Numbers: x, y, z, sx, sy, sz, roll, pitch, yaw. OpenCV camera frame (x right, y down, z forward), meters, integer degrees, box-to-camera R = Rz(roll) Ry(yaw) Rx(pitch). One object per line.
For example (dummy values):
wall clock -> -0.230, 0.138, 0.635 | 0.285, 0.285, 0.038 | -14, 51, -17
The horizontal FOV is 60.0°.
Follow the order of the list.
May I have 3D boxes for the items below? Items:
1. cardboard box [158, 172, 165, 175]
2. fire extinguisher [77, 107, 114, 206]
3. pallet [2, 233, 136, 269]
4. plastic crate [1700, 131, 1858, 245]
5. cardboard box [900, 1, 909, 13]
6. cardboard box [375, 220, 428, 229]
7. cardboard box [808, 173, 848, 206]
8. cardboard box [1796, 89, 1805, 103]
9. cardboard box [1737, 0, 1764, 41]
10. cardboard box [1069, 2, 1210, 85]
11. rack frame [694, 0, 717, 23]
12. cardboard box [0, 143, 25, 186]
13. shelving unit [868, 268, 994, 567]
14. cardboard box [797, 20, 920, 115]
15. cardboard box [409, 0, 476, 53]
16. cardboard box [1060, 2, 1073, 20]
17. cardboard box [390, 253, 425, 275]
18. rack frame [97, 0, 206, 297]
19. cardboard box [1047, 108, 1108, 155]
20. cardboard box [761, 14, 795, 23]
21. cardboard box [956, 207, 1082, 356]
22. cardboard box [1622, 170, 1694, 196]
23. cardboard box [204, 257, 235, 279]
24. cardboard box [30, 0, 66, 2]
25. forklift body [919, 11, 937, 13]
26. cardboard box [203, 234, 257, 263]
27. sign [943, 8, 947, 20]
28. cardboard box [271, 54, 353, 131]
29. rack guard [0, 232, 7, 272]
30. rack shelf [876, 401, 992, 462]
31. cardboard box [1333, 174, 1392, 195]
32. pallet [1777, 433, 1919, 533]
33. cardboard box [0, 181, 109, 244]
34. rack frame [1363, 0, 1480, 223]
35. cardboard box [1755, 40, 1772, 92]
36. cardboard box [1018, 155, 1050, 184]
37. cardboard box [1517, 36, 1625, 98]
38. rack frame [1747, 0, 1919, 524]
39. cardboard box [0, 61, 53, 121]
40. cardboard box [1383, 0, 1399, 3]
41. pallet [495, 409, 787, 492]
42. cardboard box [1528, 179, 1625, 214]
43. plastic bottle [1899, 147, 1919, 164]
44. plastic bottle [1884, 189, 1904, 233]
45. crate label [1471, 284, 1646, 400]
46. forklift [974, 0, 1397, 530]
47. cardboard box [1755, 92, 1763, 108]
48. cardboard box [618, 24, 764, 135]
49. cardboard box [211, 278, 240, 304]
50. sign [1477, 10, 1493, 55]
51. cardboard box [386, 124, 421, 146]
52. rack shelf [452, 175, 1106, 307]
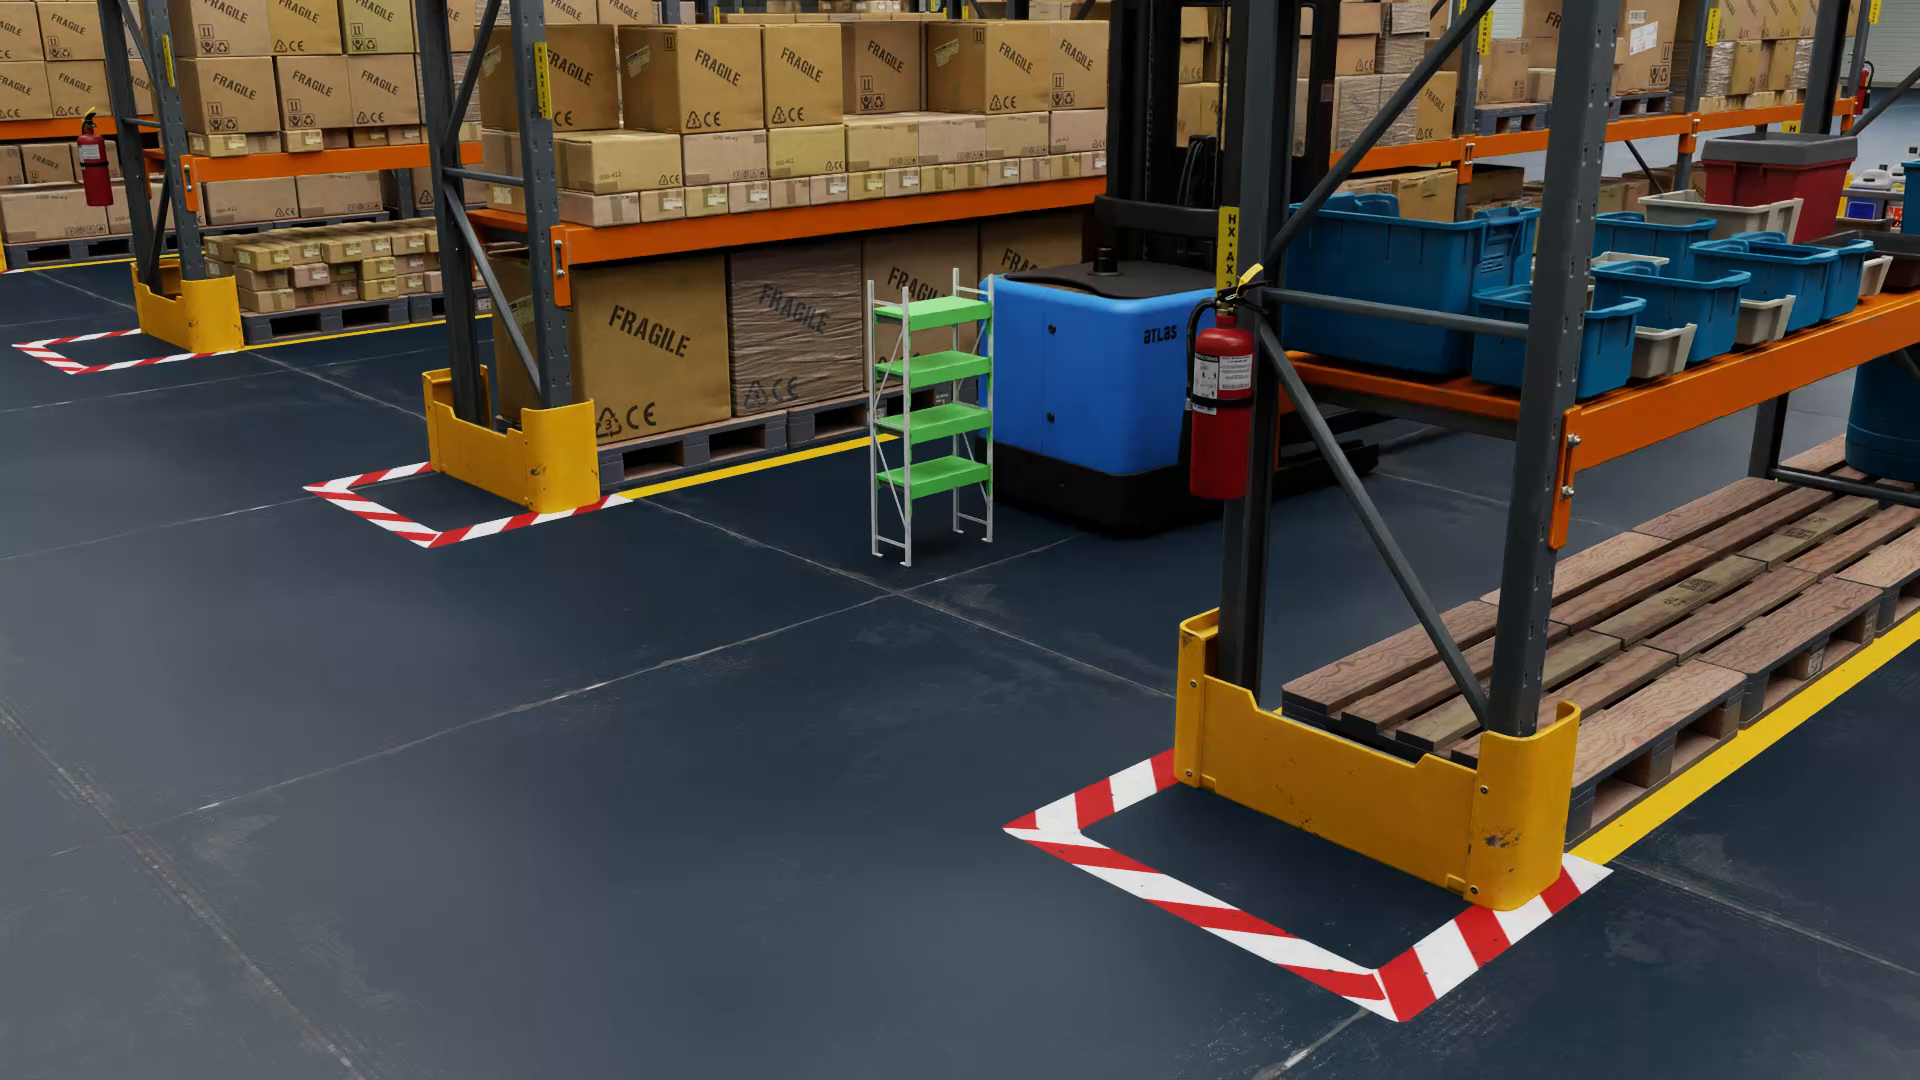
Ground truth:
cardboard box -> -9.744, -4.553, 20.606 | 0.380, 0.149, 0.250 | 17, 25, 42
fire extinguisher -> -6.061, -2.682, 11.624 | 0.183, 0.674, 0.296 | -16, 24, -41
pallet -> -8.508, -2.795, 15.763 | 1.213, 0.211, 1.003 | -16, 24, -41
plastic crate -> 3.262, -1.377, 6.668 | 0.583, 0.464, 0.402 | -16, 24, -41
cardboard box -> -0.900, -7.154, 22.309 | 0.250, 0.149, 0.380 | -16, 24, -41
cardboard box -> -4.371, -2.407, 13.021 | 0.380, 0.149, 0.250 | 17, 25, 42
cardboard box -> -0.809, -1.868, 8.791 | 0.250, 0.149, 0.380 | -17, 24, -41
cardboard box -> 8.604, -4.667, 17.423 | 0.250, 0.149, 0.380 | -16, 24, -41
cardboard box -> 7.357, -5.066, 15.979 | 0.500, 0.500, 0.500 | -16, 24, -41
cardboard box -> 1.139, -3.223, 10.773 | 0.637, 0.503, 0.797 | -17, 25, -42
rack frame -> -3.222, -5.630, 19.984 | 0.127, 3.000, 1.000 | -16, 24, -41
cardboard box -> -11.290, -4.337, 19.371 | 0.500, 0.500, 0.700 | -15, 23, -39
shelving unit -> -0.120, -0.536, 7.191 | 0.503, 1.200, 0.258 | -16, 24, -41
cardboard box -> -0.581, -2.730, 9.586 | 0.500, 0.500, 0.500 | 17, 25, 42
cardboard box -> -3.929, -3.869, 12.289 | 0.500, 0.500, 0.500 | 17, 25, 42
cardboard box -> 0.952, -5.265, 17.077 | 0.500, 0.500, 0.700 | -17, 24, -42
cardboard box -> -4.260, -2.110, 12.587 | 0.380, 0.149, 0.250 | 16, 24, 41
rack frame -> -5.560, -2.846, 11.400 | 0.127, 3.000, 1.000 | -16, 24, -41
cardboard box -> 0.540, -2.479, 10.028 | 0.500, 0.250, 0.500 | -17, 24, -42
cardboard box -> -2.362, -6.174, 20.338 | 0.500, 0.500, 0.500 | -15, 23, -38
cardboard box -> 0.146, -1.628, 10.407 | 0.875, 0.875, 0.875 | -16, 24, -41
cardboard box -> 6.811, -3.343, 16.303 | 0.500, 0.500, 0.500 | 17, 25, 42
cardboard box -> -5.373, -2.007, 12.272 | 0.250, 0.149, 0.380 | -17, 25, -42
cardboard box -> -8.177, -4.880, 14.838 | 0.250, 0.149, 0.380 | -15, 23, -39
forklift body -> -0.946, -7.222, 26.272 | 1.214, 2.155, 2.313 | -16, 24, -41
cardboard box -> -5.350, -2.142, 12.205 | 0.250, 0.149, 0.380 | -16, 24, -40
sign -> -0.131, -5.216, 16.832 | 0.005, 0.325, 0.100 | -16, 24, -41
cardboard box -> -4.673, -3.188, 11.809 | 0.500, 0.500, 0.500 | -16, 24, -41
rack guard -> -9.052, -2.740, 15.126 | 0.348, 0.500, 1.175 | -16, 24, -41
rack shelf -> -0.120, -0.475, 7.211 | 0.480, 0.148, 0.258 | -16, 24, -41
cardboard box -> 2.418, -2.269, 12.384 | 0.875, 0.875, 1.225 | -16, 24, -41
pallet -> 4.672, -0.279, 8.002 | 1.213, 0.211, 1.003 | -16, 24, -41
cardboard box -> -8.624, -3.078, 15.587 | 0.875, 0.438, 0.875 | 17, 24, 42
rack frame -> 3.587, -3.409, 13.135 | 0.127, 3.000, 1.000 | -16, 24, -41
cardboard box -> 7.544, -4.753, 16.638 | 0.500, 0.500, 0.875 | -16, 24, -41
cardboard box -> 0.310, -2.195, 9.797 | 0.250, 0.149, 0.380 | -17, 24, -42
cardboard box -> 5.297, -4.117, 14.471 | 0.637, 0.503, 0.797 | -13, 22, -35
rack frame -> 4.083, -1.451, 7.097 | 0.127, 3.000, 1.000 | -16, 24, -41
cardboard box -> -8.489, -4.019, 14.856 | 0.500, 0.500, 0.500 | -17, 24, -41
cardboard box -> 4.933, -6.526, 20.757 | 0.550, 0.550, 0.875 | -16, 24, -41
pallet -> -1.699, -0.574, 8.913 | 1.213, 0.211, 1.003 | -16, 24, -41
cardboard box -> 5.673, -3.054, 15.381 | 0.500, 0.500, 0.700 | -16, 24, -41
plastic bottle -> 4.526, -1.696, 7.931 | 0.185, 0.351, 0.144 | -16, 24, -41
plastic bottle -> 4.247, -1.489, 7.535 | 0.097, 0.201, 0.097 | 0, 18, 0
crate label -> 1.582, -0.531, 4.433 | 0.303, 0.233, 0.416 | -16, 24, -41
forklift -> 1.515, -1.798, 8.279 | 3.031, 2.935, 1.130 | -15, 23, -38
cardboard box -> 7.747, -4.385, 16.554 | 0.250, 0.149, 0.380 | -16, 24, -41
cardboard box -> -1.329, -2.288, 8.222 | 0.500, 0.500, 0.500 | -17, 25, -42
cardboard box -> -5.321, -1.848, 12.264 | 0.250, 0.149, 0.380 | -16, 24, -40
sign -> 3.970, -3.836, 12.575 | 0.005, 0.325, 0.100 | -16, 24, -41
cardboard box -> -4.204, -3.014, 12.324 | 0.250, 0.149, 0.380 | -17, 24, -42
rack shelf -> -0.773, -1.795, 9.324 | 4.000, 0.370, 1.077 | -16, 24, -41
